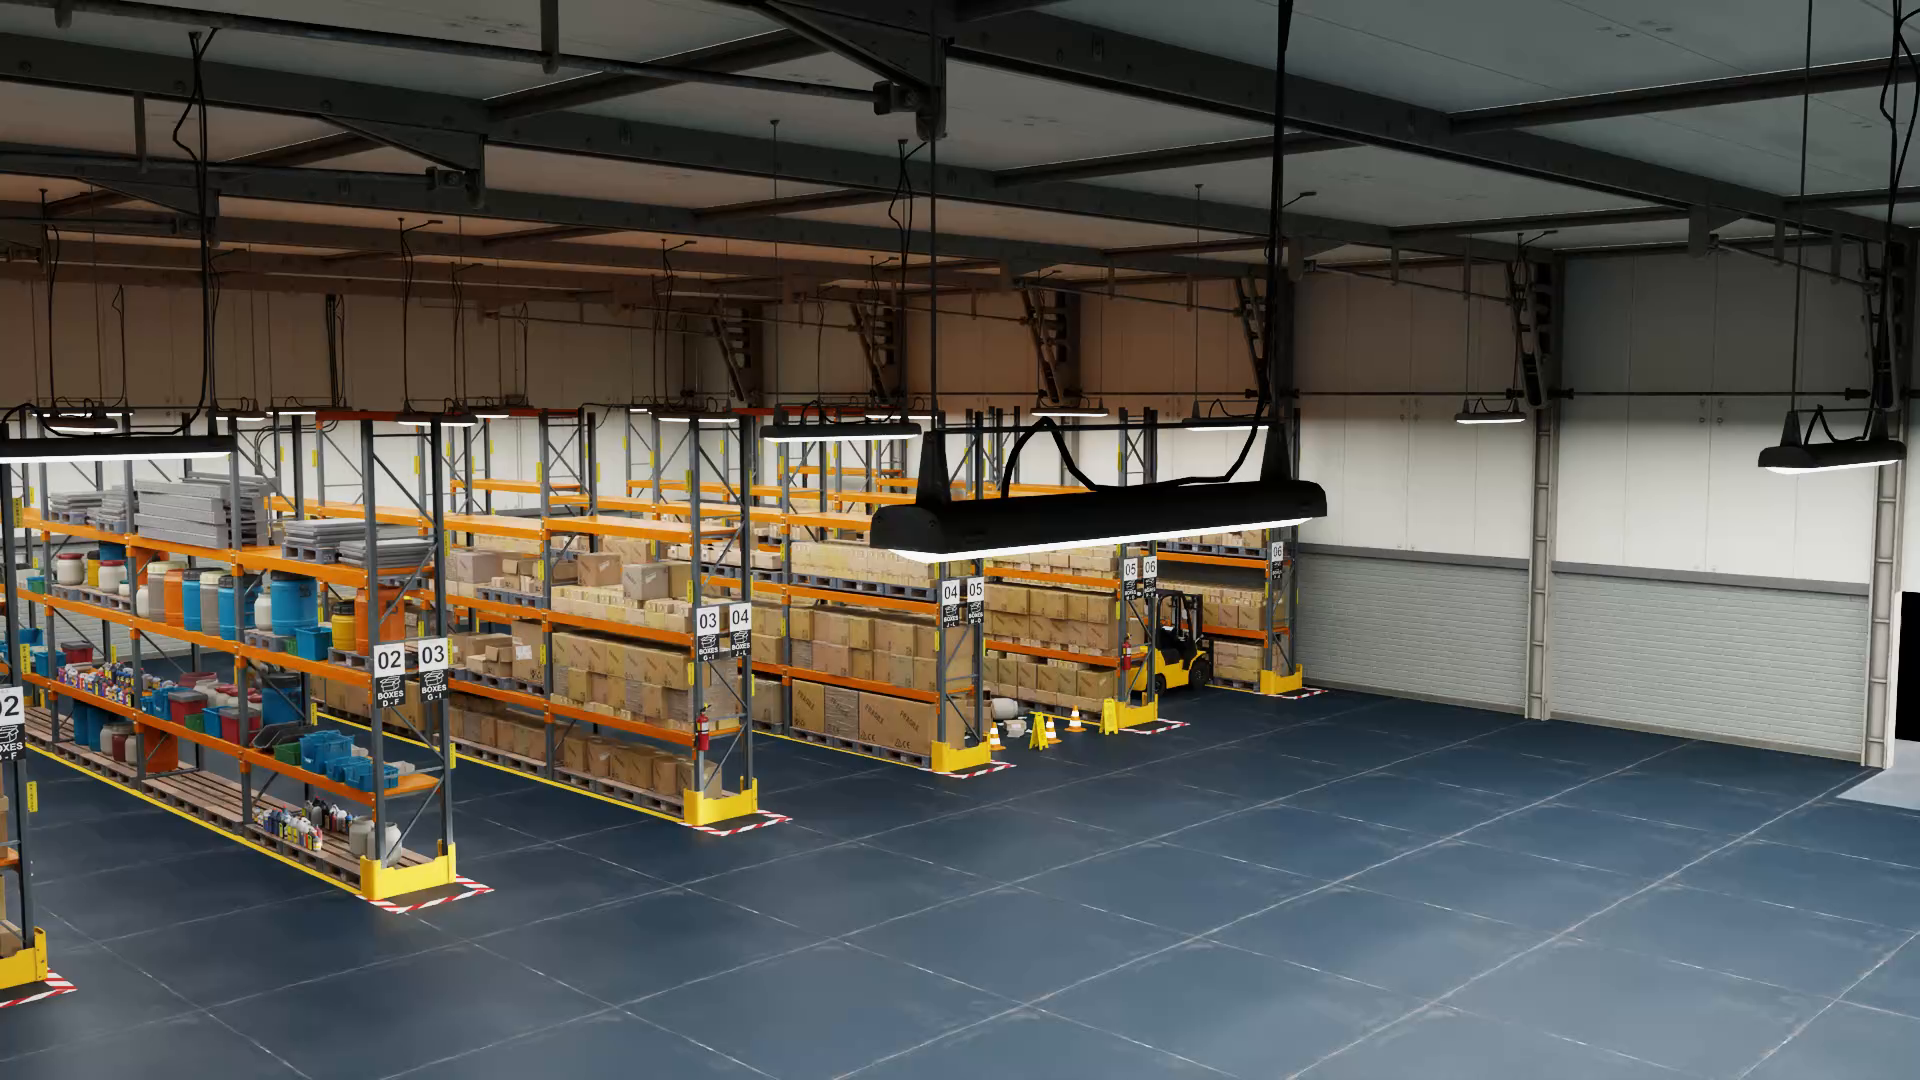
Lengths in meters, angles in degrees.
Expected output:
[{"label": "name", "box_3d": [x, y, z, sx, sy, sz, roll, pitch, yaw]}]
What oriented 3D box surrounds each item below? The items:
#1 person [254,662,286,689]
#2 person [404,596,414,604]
[{"label": "person", "box_3d": [-12.579, 2.808, 30.447, 0.679, 1.686, 0.663, 3, 6, 32]}, {"label": "person", "box_3d": [-12.667, 2.138, 37.881, 0.807, 1.731, 0.565, -1, 5, -9]}]
